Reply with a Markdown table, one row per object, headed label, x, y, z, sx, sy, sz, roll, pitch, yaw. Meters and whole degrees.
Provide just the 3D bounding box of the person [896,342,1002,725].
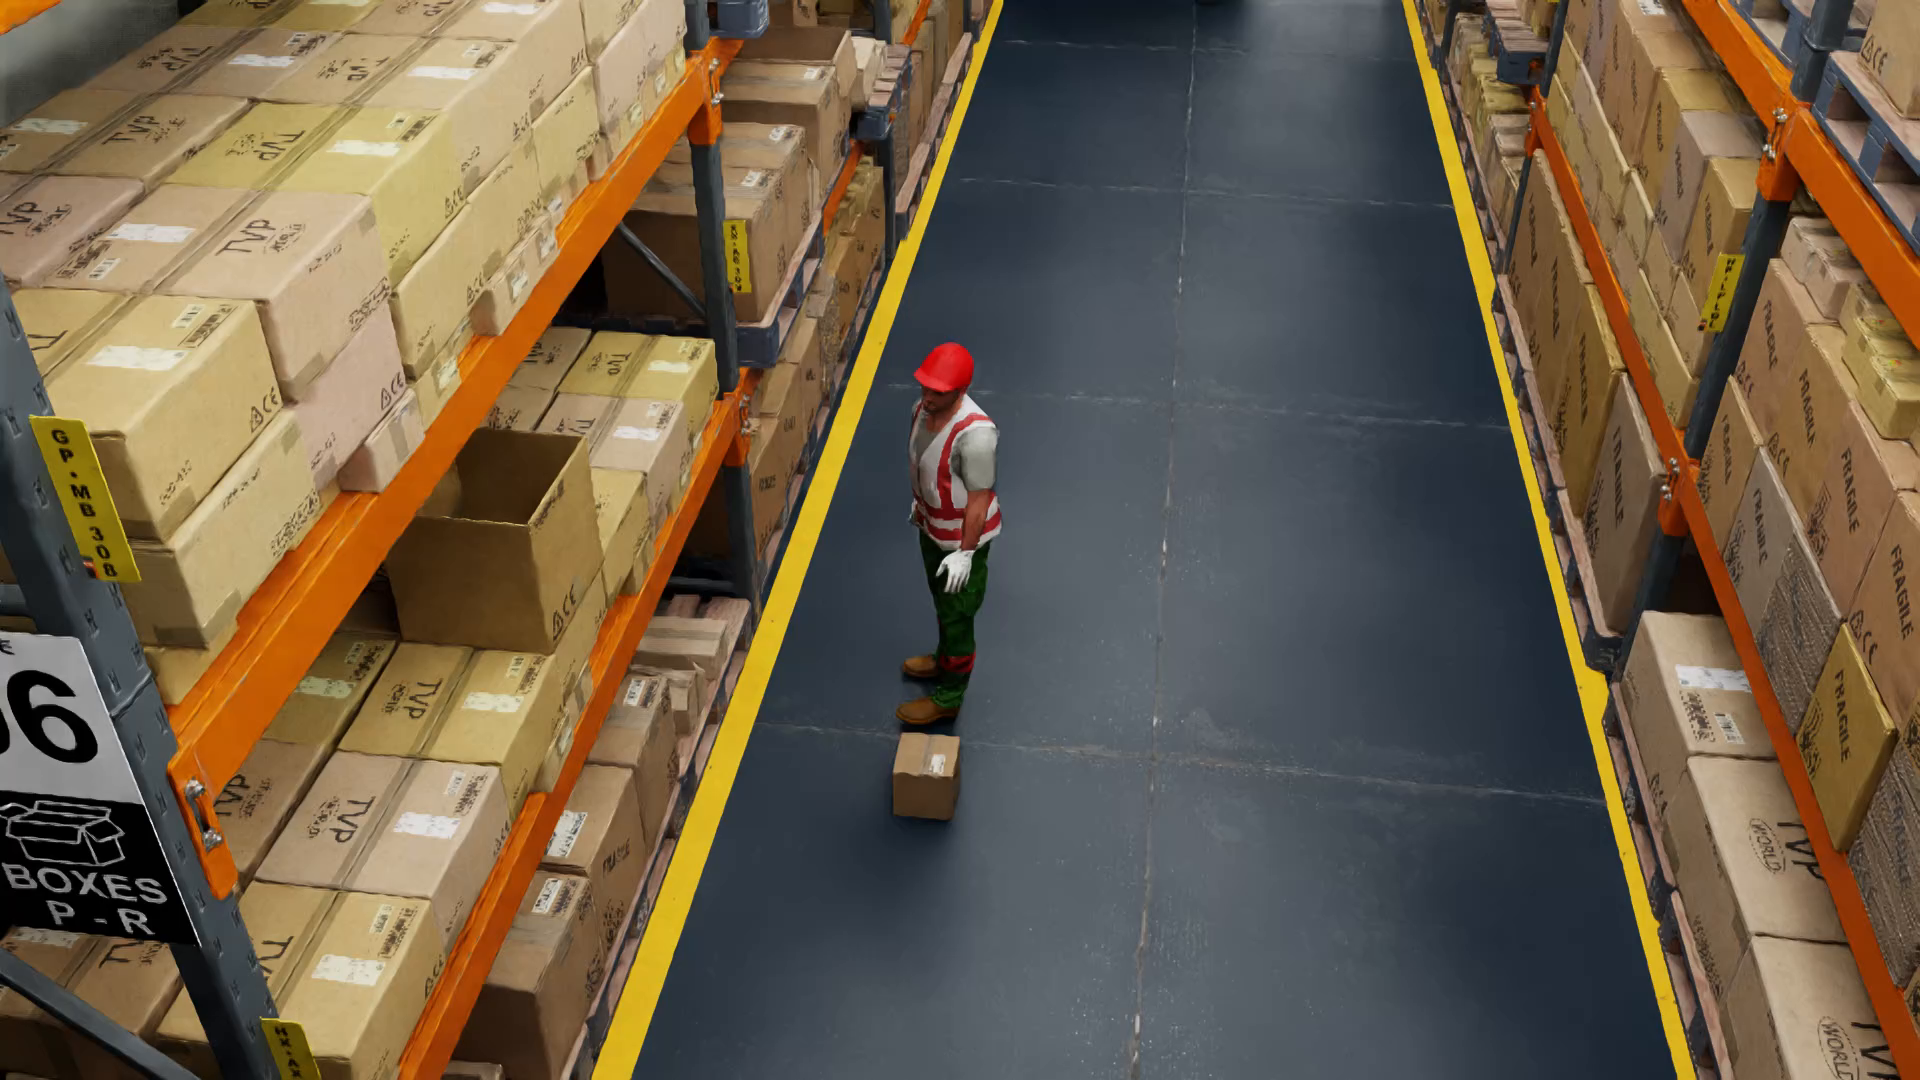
| label | x | y | z | sx | sy | sz | roll | pitch | yaw |
| --- | --- | --- | --- | --- | --- | --- | --- | --- | --- |
| person | -0.122 | -0.035 | 7.026 | 0.510 | 1.794 | 0.621 | -19 | 40 | -24 |
